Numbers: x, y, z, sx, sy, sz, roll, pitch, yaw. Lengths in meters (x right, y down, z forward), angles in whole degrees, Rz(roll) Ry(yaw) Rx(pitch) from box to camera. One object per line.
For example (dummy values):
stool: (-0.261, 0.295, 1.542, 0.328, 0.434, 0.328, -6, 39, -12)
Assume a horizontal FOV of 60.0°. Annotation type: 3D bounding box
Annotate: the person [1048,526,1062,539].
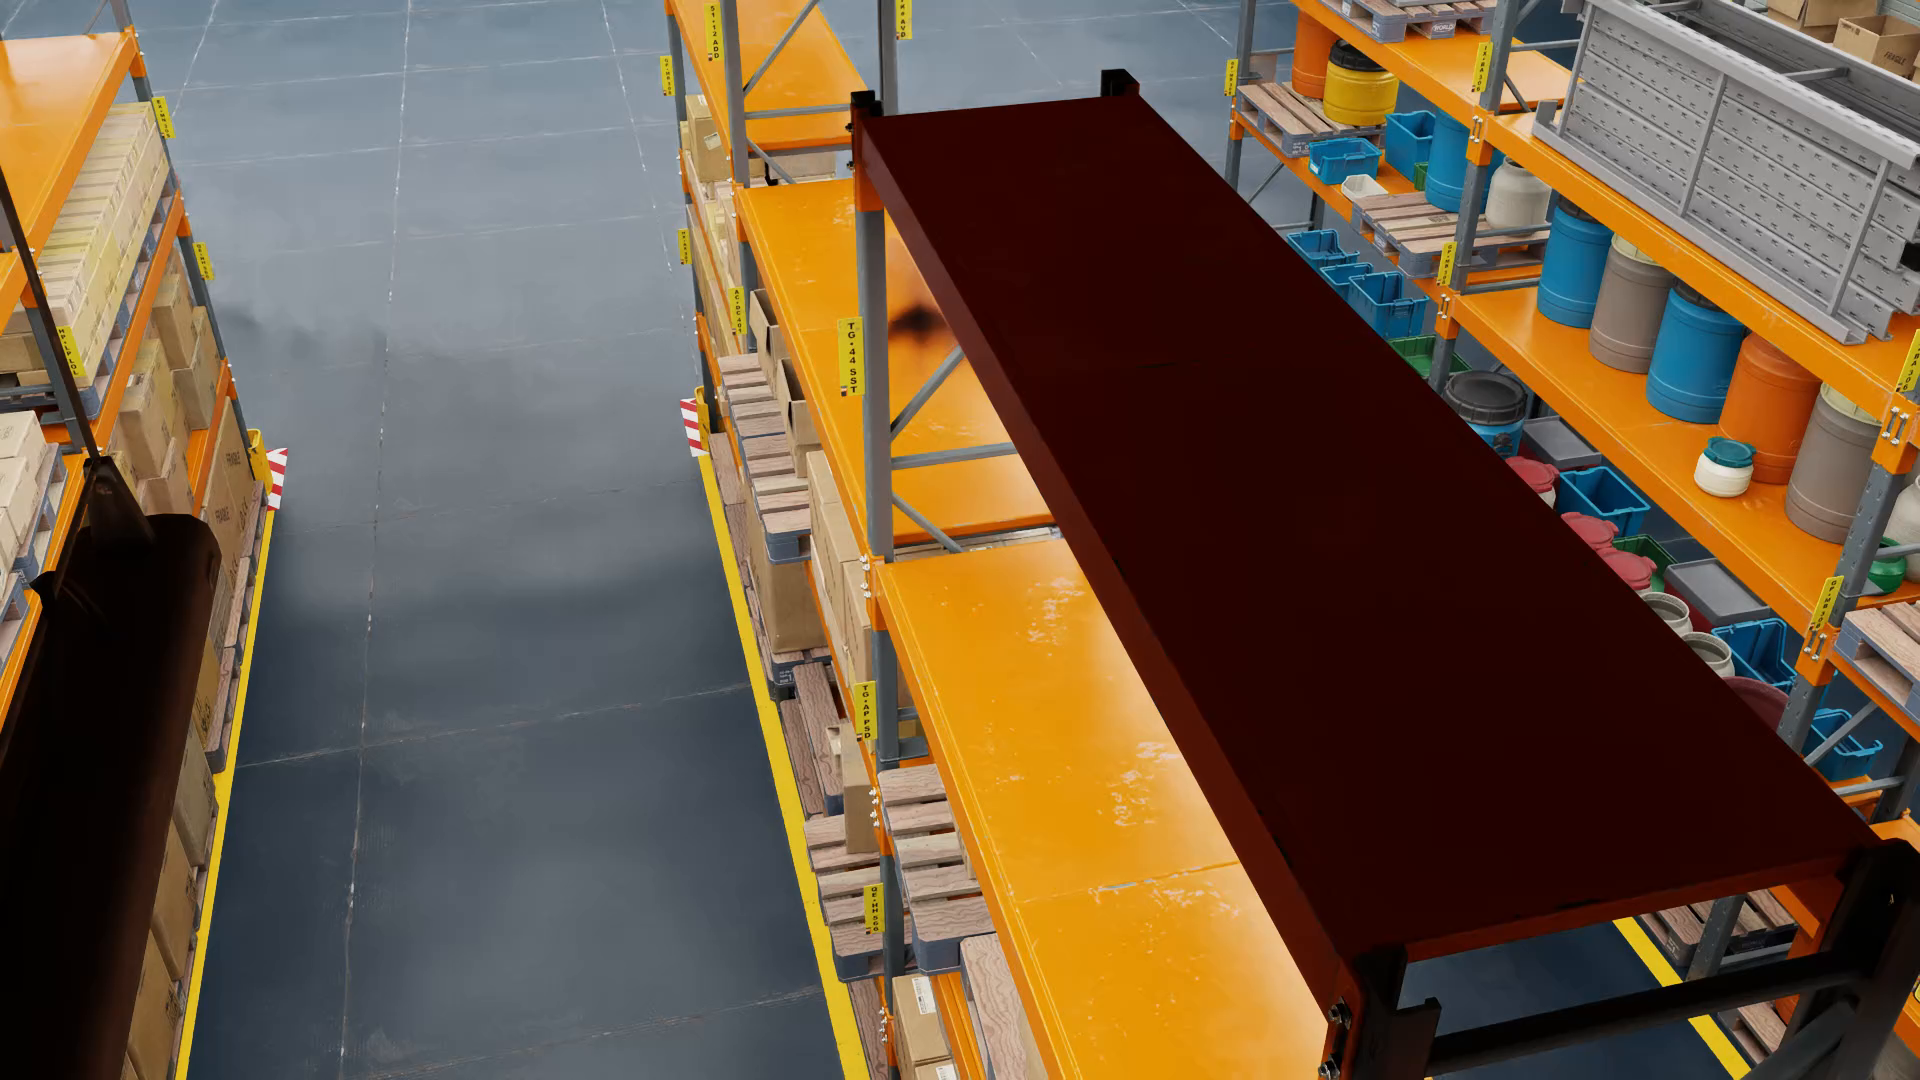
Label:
person: (0.629, -0.790, 13.677, 0.628, 1.753, 0.632, -21, 39, -27)
